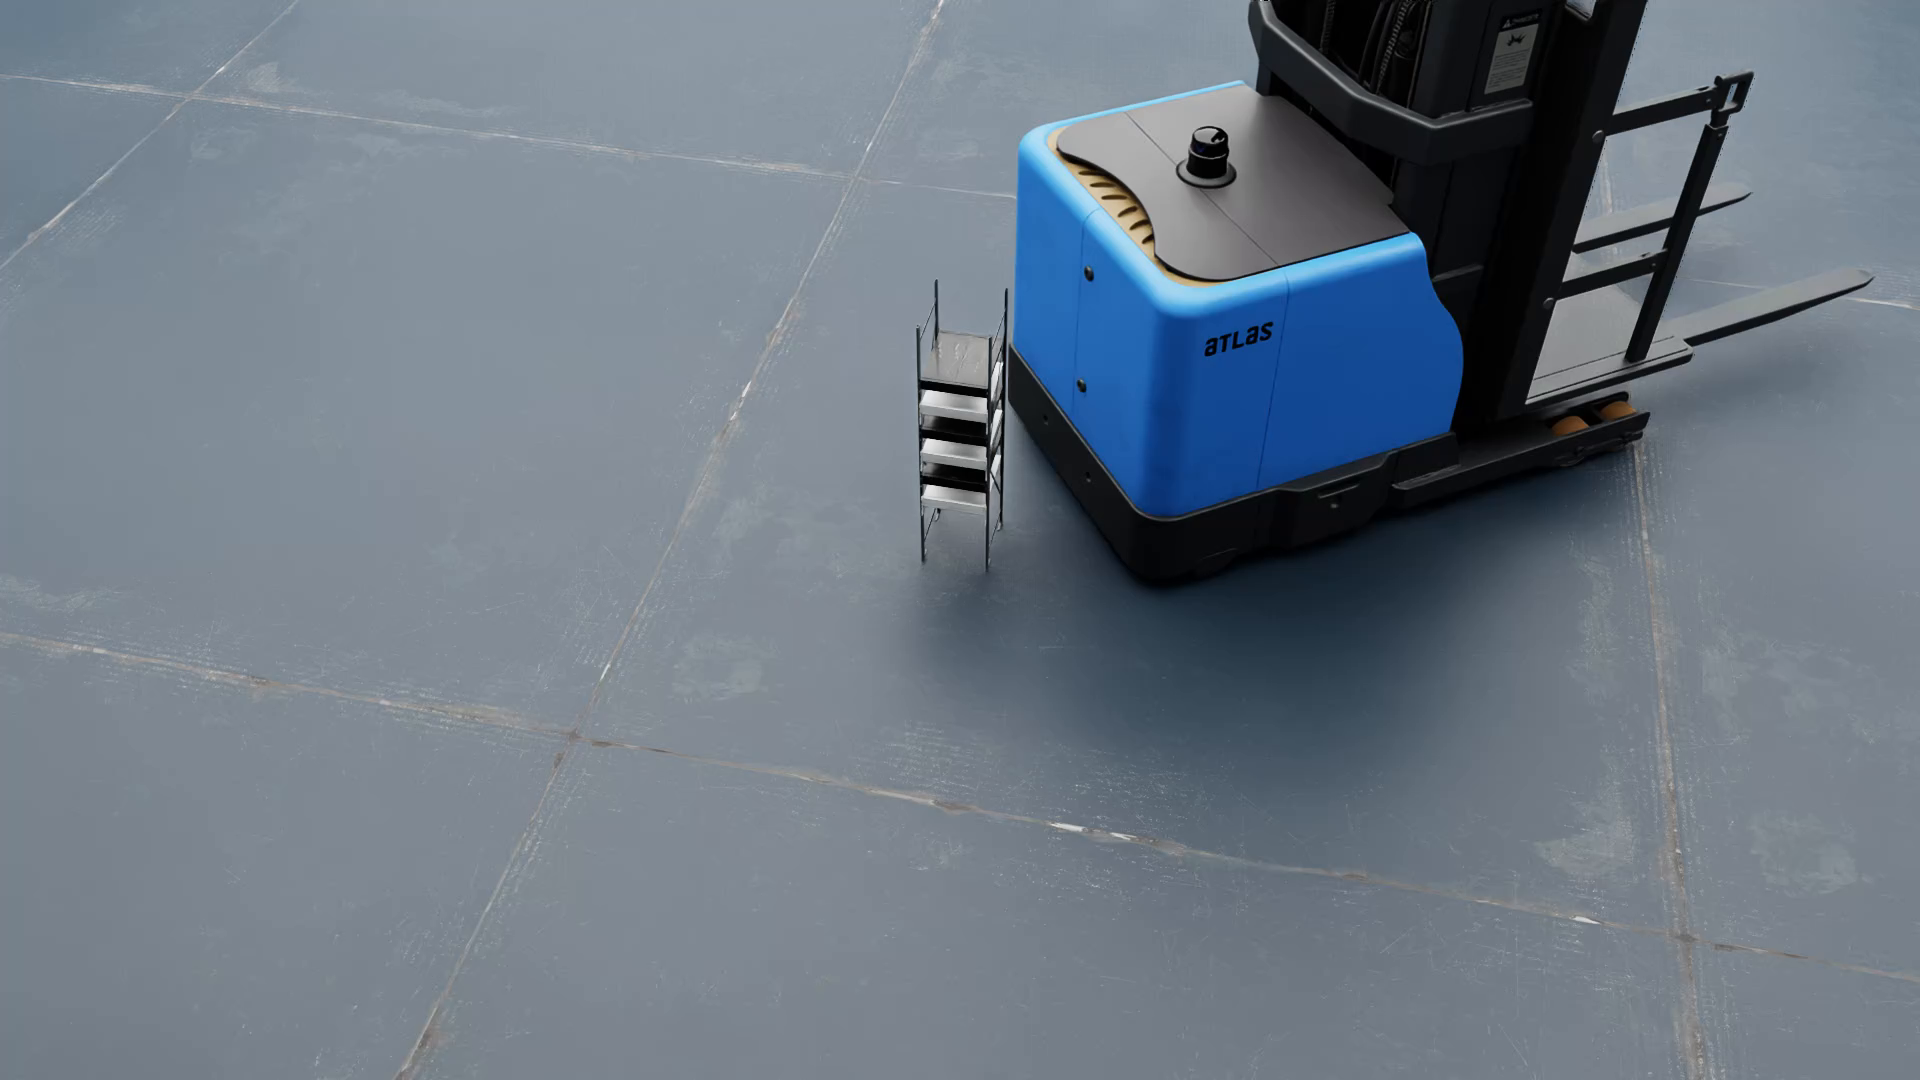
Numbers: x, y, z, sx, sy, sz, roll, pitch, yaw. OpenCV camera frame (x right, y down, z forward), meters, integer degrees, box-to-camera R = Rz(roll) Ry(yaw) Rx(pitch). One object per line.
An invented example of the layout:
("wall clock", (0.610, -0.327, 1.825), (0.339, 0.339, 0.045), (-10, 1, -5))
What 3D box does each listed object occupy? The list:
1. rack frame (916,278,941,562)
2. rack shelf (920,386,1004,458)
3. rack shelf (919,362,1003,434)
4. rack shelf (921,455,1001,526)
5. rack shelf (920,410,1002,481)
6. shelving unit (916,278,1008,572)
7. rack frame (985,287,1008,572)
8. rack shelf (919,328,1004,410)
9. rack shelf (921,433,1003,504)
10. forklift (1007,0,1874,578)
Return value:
("rack frame", (-0.091, -0.338, 4.953), (0.006, 0.900, 0.240), (9, 45, 9))
("rack shelf", (0.008, -0.364, 4.897), (0.200, 0.077, 0.258), (9, 45, 9))
("rack shelf", (0.008, -0.429, 4.835), (0.200, 0.077, 0.258), (9, 45, 9))
("rack shelf", (0.008, -0.169, 5.085), (0.200, 0.077, 0.258), (9, 45, 9))
("rack shelf", (0.008, -0.299, 4.960), (0.200, 0.077, 0.258), (9, 45, 9))
("shelving unit", (0.008, -0.323, 4.937), (0.210, 0.900, 0.258), (9, 45, 9))
("rack frame", (0.107, -0.308, 4.921), (0.006, 0.900, 0.240), (9, 45, 9))
("rack shelf", (0.008, -0.493, 4.773), (0.200, 0.077, 0.258), (9, 45, 9))
("rack shelf", (0.008, -0.234, 5.022), (0.200, 0.077, 0.258), (9, 45, 9))
("forklift", (1.725, -1.618, 4.818), (3.031, 2.935, 1.130), (-17, 46, -17))
